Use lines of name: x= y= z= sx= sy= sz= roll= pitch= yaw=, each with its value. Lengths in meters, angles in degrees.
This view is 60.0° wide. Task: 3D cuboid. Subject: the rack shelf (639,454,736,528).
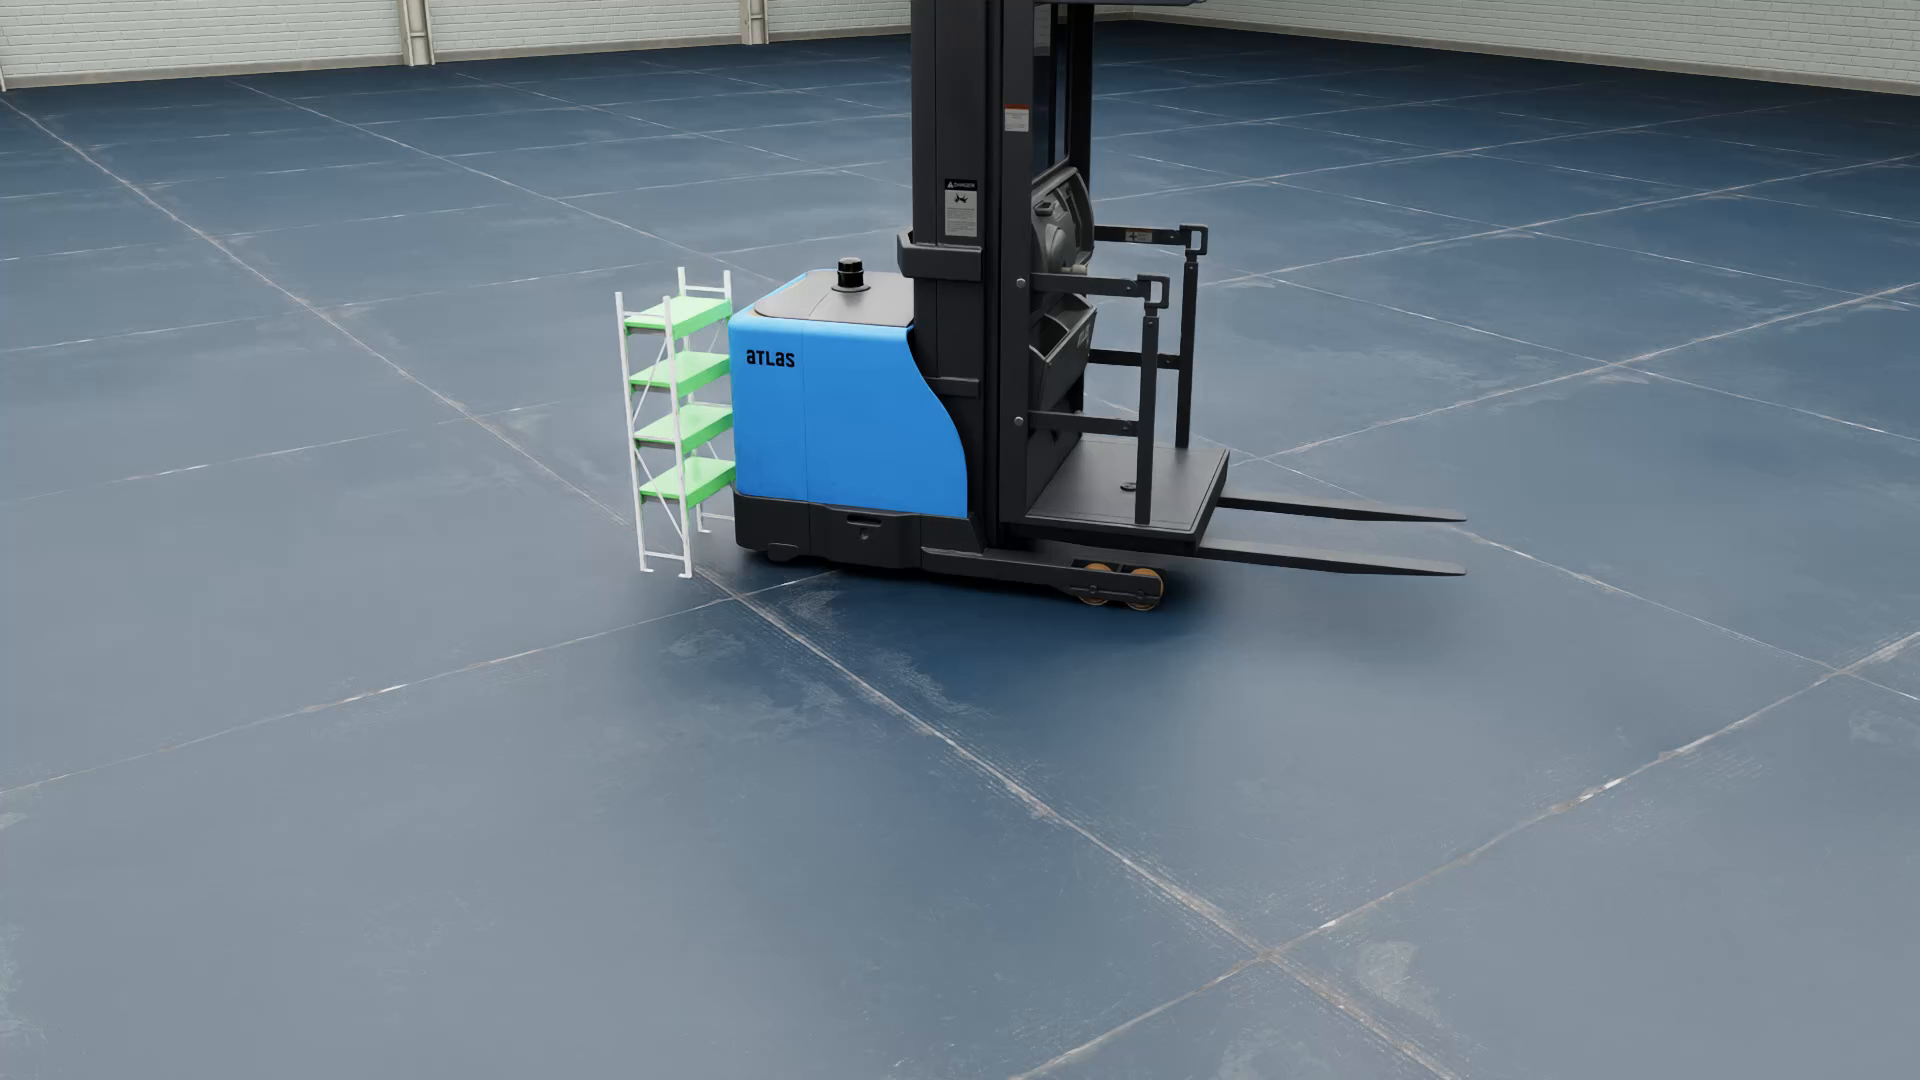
rack shelf: x=-1.157 y=-0.217 z=7.134 sx=0.258 sy=0.148 sz=0.480 roll=7 pitch=23 yaw=20

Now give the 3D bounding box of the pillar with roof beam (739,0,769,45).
pillar with roof beam: x=-1.109 y=-11.660 z=24.475 sx=0.400 sy=9.000 sz=9.100 roll=-15 pitch=26 yaw=-33

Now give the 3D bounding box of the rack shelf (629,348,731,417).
rack shelf: x=-1.165 y=-0.663 z=6.959 sx=0.258 sy=0.148 sz=0.480 roll=7 pitch=23 yaw=20

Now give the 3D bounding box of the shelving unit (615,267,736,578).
shelving unit: x=-1.162 y=-0.500 z=7.023 sx=0.258 sy=1.200 sz=0.503 roll=7 pitch=23 yaw=20

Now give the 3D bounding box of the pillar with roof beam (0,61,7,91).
pillar with roof beam: x=-10.850 y=-9.063 z=17.966 sx=0.400 sy=9.000 sz=9.100 roll=-15 pitch=26 yaw=-33

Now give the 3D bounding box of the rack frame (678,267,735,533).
rack frame: x=-1.073 y=-0.584 z=7.234 sx=0.240 sy=1.200 sz=0.015 roll=7 pitch=23 yaw=20

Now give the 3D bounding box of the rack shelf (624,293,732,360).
rack shelf: x=-1.168 y=-0.887 z=6.871 sx=0.258 sy=0.148 sz=0.480 roll=7 pitch=23 yaw=20

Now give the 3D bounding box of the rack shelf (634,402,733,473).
rack shelf: x=-1.161 y=-0.440 z=7.047 sx=0.258 sy=0.148 sz=0.480 roll=7 pitch=23 yaw=20

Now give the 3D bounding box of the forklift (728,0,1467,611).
forklift: x=0.605 y=-1.296 z=6.690 sx=3.031 sy=2.935 sz=1.130 roll=6 pitch=23 yaw=15

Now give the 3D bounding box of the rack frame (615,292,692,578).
rack frame: x=-1.251 y=-0.415 z=6.812 sx=0.240 sy=1.200 sz=0.015 roll=7 pitch=23 yaw=20

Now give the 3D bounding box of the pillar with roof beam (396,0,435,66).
pillar with roof beam: x=-5.980 y=-10.361 z=21.220 sx=0.400 sy=9.000 sz=9.100 roll=-15 pitch=26 yaw=-33
